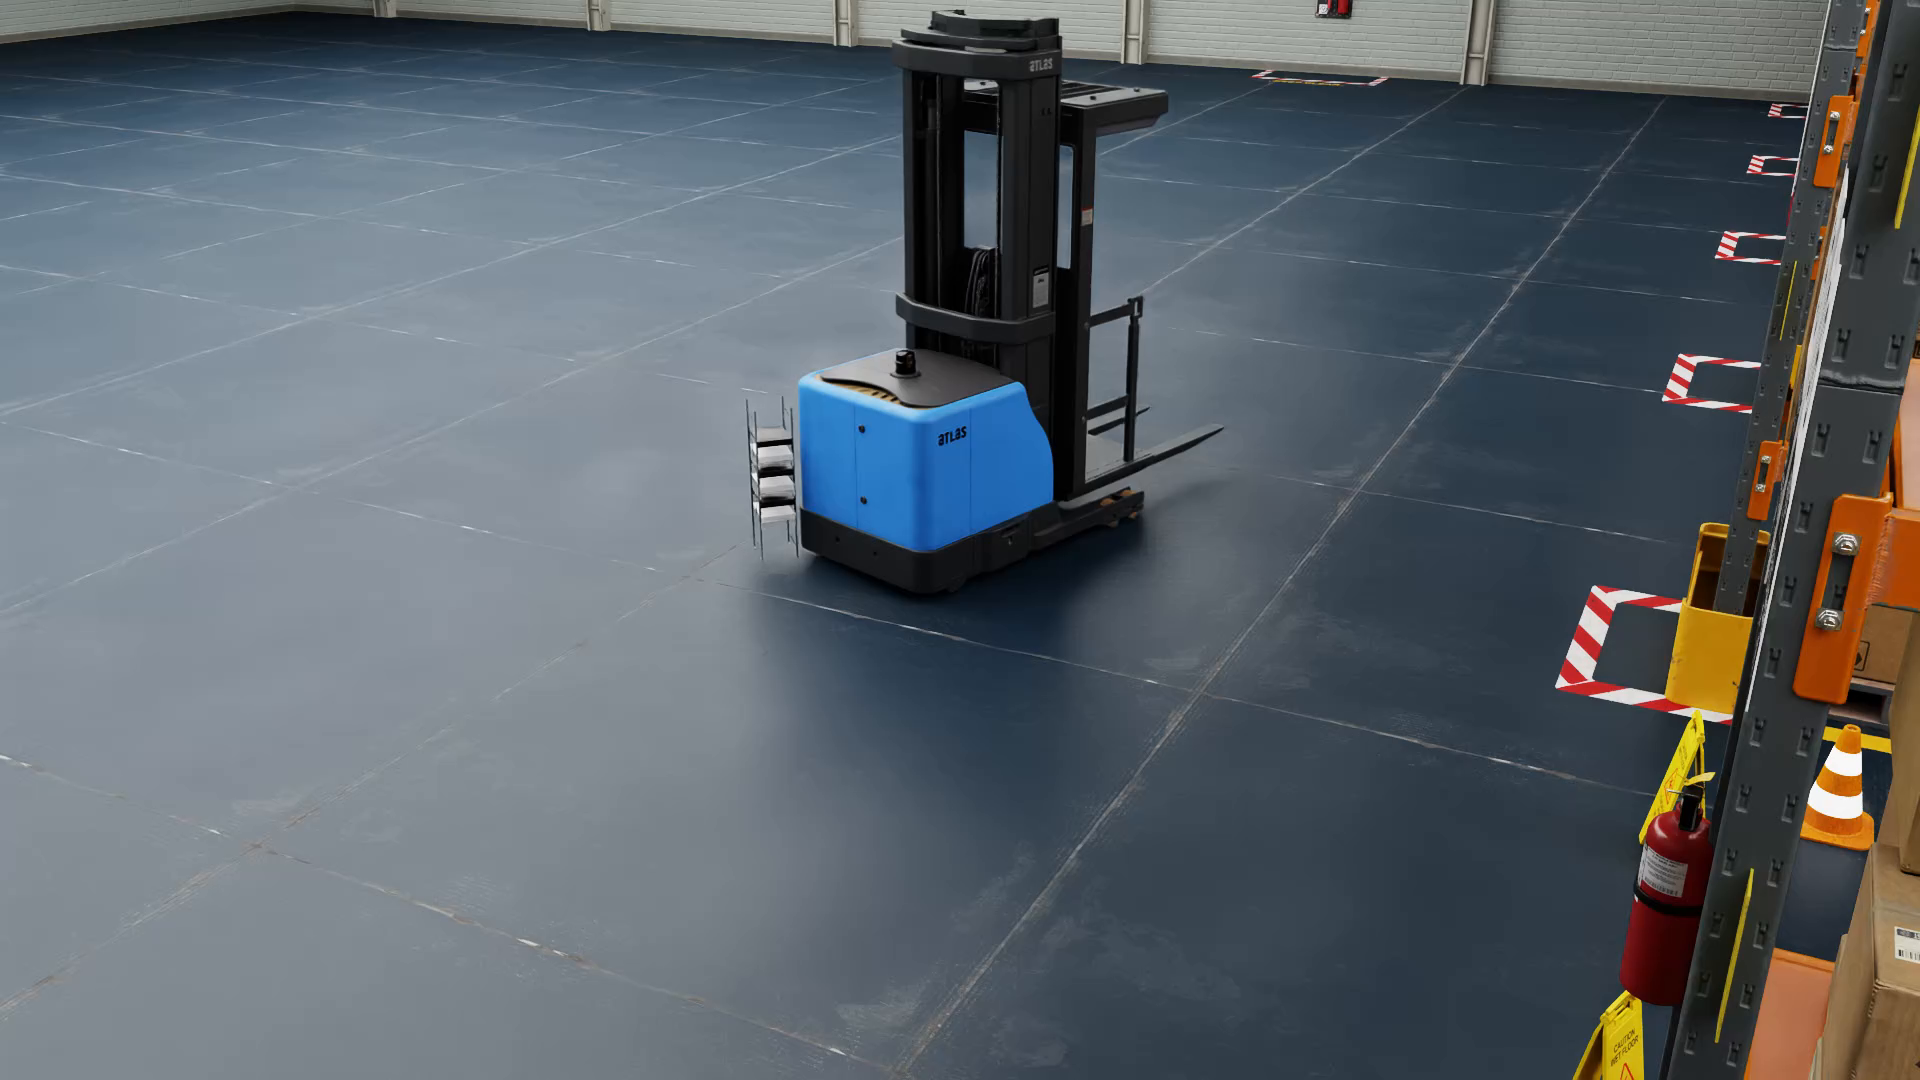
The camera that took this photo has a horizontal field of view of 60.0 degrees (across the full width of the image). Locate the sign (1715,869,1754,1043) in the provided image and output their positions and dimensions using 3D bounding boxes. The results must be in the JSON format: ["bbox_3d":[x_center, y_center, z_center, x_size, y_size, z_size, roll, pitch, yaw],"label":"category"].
[{"bbox_3d":[1.410,0.758,3.029,0.005,0.325,0.100,11,25,25],"label":"sign"}]

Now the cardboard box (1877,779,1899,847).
[{"bbox_3d":[2.264,0.783,3.567,0.500,0.500,0.500,11,25,24],"label":"cardboard box"}]

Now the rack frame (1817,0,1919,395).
[{"bbox_3d":[1.655,-1.794,2.470,0.127,3.000,1.000,11,25,25],"label":"rack frame"}]

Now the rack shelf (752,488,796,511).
[{"bbox_3d":[-1.063,-0.233,9.463,0.200,0.077,0.258,-7,24,-17],"label":"rack shelf"}]

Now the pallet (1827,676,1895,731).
[{"bbox_3d":[4.547,0.617,8.029,1.213,0.211,1.003,11,25,25],"label":"pallet"}]

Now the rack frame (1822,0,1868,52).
[{"bbox_3d":[3.798,-3.541,6.577,0.127,3.000,1.000,11,25,25],"label":"rack frame"}]

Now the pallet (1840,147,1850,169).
[{"bbox_3d":[11.301,-4.550,20.179,1.213,0.211,1.003,11,25,25],"label":"pallet"}]

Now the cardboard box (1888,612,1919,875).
[{"bbox_3d":[2.209,0.338,3.338,0.500,0.500,0.700,11,25,23],"label":"cardboard box"}]

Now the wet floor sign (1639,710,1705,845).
[{"bbox_3d":[2.879,0.990,6.598,0.232,0.644,0.267,7,24,15],"label":"wet floor sign"}]

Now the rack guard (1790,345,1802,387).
[{"bbox_3d":[6.194,-1.331,12.240,0.348,0.500,1.175,11,25,25],"label":"rack guard"}]

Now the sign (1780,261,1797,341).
[{"bbox_3d":[3.543,-1.022,7.113,0.005,0.325,0.100,11,25,25],"label":"sign"}]

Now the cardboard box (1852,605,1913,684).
[{"bbox_3d":[4.433,0.101,7.858,0.875,0.875,0.875,11,26,25],"label":"cardboard box"}]

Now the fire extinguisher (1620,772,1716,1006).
[{"bbox_3d":[1.761,0.821,4.085,0.183,0.674,0.296,11,25,25],"label":"fire extinguisher"}]

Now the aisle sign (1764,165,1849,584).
[{"bbox_3d":[1.731,-0.342,3.399,0.004,0.787,0.394,11,25,25],"label":"aisle sign"}]

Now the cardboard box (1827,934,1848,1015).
[{"bbox_3d":[2.085,1.074,3.714,0.250,0.149,0.380,12,26,26],"label":"cardboard box"}]

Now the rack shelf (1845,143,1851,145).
[{"bbox_3d":[10.146,-3.540,15.161,4.000,0.370,1.077,11,25,25],"label":"rack shelf"}]

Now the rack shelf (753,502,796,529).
[{"bbox_3d":[-1.063,-0.150,9.499,0.200,0.077,0.258,-7,24,-17],"label":"rack shelf"}]

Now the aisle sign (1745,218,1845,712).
[{"bbox_3d":[1.460,-0.132,2.906,0.004,0.787,0.394,11,25,25],"label":"aisle sign"}]

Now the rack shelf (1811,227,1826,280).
[{"bbox_3d":[7.911,-1.810,11.093,4.000,0.370,1.077,11,25,25],"label":"rack shelf"}]

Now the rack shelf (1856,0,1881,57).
[{"bbox_3d":[7.911,-3.191,10.506,4.000,0.370,1.077,11,25,25],"label":"rack shelf"}]

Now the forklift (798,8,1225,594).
[{"bbox_3d":[0.467,-1.550,9.650,1.130,2.935,3.031,20,30,39],"label":"forklift"}]

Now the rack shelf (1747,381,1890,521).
[{"bbox_3d":[5.583,-0.096,7.062,4.000,0.370,1.077,11,25,25],"label":"rack shelf"}]

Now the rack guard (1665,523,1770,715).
[{"bbox_3d":[3.777,0.366,8.250,0.348,0.500,1.175,11,25,25],"label":"rack guard"}]

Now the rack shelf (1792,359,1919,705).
[{"bbox_3d":[3.440,0.271,2.367,4.000,0.370,1.077,11,25,25],"label":"rack shelf"}]

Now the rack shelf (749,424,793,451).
[{"bbox_3d":[-1.063,-0.564,9.322,0.200,0.077,0.258,-7,24,-17],"label":"rack shelf"}]

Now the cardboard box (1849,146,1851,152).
[{"bbox_3d":[10.978,-4.709,19.967,0.500,0.250,0.500,11,25,25],"label":"cardboard box"}]

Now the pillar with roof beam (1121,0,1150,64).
[{"bbox_3d":[1.195,-11.239,24.679,0.400,9.000,9.100,11,25,25],"label":"pillar with roof beam"}]

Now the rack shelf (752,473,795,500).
[{"bbox_3d":[-1.063,-0.316,9.428,0.200,0.077,0.258,-7,24,-17],"label":"rack shelf"}]

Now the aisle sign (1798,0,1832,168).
[{"bbox_3d":[3.870,-2.094,7.518,0.004,0.787,0.394,11,25,25],"label":"aisle sign"}]

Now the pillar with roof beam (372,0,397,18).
[{"bbox_3d":[-14.869,-14.417,32.153,0.400,9.000,9.100,11,25,25],"label":"pillar with roof beam"}]

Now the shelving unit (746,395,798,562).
[{"bbox_3d":[-1.063,-0.347,9.415,0.210,0.900,0.258,-7,24,-17],"label":"shelving unit"}]

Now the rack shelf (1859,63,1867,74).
[{"bbox_3d":[12.384,-5.269,19.227,4.000,0.370,1.077,11,25,25],"label":"rack shelf"}]

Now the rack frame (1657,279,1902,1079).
[{"bbox_3d":[1.655,0.967,3.644,0.127,3.000,1.000,11,25,25],"label":"rack frame"}]

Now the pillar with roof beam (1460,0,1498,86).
[{"bbox_3d":[6.549,-10.179,22.188,0.400,9.000,9.100,11,25,25],"label":"pillar with roof beam"}]

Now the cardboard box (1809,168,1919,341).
[{"bbox_3d":[4.112,-1.267,7.325,0.550,0.550,0.875,11,25,25],"label":"cardboard box"}]

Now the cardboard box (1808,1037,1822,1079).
[{"bbox_3d":[1.865,1.215,3.382,0.250,0.149,0.380,11,26,25],"label":"cardboard box"}]

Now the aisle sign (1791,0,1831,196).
[{"bbox_3d":[3.600,-1.884,7.026,0.004,0.787,0.394,11,25,25],"label":"aisle sign"}]

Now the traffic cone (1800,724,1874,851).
[{"bbox_3d":[3.632,0.977,6.861,0.334,0.463,0.336,11,25,25],"label":"traffic cone"}]

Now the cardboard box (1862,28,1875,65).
[{"bbox_3d":[11.010,-5.913,19.693,0.500,0.500,0.700,11,25,25],"label":"cardboard box"}]

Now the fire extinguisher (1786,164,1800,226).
[{"bbox_3d":[6.232,-2.640,12.224,0.183,0.674,0.296,11,25,25],"label":"fire extinguisher"}]

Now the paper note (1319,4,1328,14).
[{"bbox_3d":[6.177,-9.022,28.257,0.142,0.148,0.016,11,25,25],"label":"paper note"}]

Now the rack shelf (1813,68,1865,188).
[{"bbox_3d":[5.583,-1.476,6.475,4.000,0.370,1.077,11,25,25],"label":"rack shelf"}]

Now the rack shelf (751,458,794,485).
[{"bbox_3d":[-1.063,-0.399,9.393,0.200,0.077,0.258,-7,24,-17],"label":"rack shelf"}]

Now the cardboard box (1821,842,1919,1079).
[{"bbox_3d":[1.953,0.964,3.142,0.500,0.500,0.500,11,25,24],"label":"cardboard box"}]

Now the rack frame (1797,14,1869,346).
[{"bbox_3d":[6.126,-2.494,11.783,0.127,3.000,1.000,11,25,25],"label":"rack frame"}]

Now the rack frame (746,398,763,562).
[{"bbox_3d":[-1.159,-0.334,9.386,0.006,0.900,0.240,-7,24,-17],"label":"rack frame"}]

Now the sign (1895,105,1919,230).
[{"bbox_3d":[1.410,-0.626,2.440,0.005,0.325,0.100,11,25,25],"label":"sign"}]

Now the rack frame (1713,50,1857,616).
[{"bbox_3d":[3.798,-0.780,7.751,0.127,3.000,1.000,11,25,25],"label":"rack frame"}]

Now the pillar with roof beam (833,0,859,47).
[{"bbox_3d":[-4.160,-12.298,27.170,0.400,9.000,9.100,11,25,25],"label":"pillar with roof beam"}]

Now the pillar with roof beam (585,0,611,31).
[{"bbox_3d":[-9.514,-13.358,29.662,0.400,9.000,9.100,11,25,25],"label":"pillar with roof beam"}]

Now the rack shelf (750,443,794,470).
[{"bbox_3d":[-1.063,-0.482,9.358,0.200,0.077,0.258,-7,24,-17],"label":"rack shelf"}]

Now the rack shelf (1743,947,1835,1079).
[{"bbox_3d":[3.440,1.651,2.954,4.000,0.370,1.077,11,25,25],"label":"rack shelf"}]

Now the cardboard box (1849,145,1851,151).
[{"bbox_3d":[11.211,-4.890,20.392,0.500,0.250,0.500,11,25,25],"label":"cardboard box"}]

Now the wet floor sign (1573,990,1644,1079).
[{"bbox_3d":[1.968,1.643,5.062,0.267,0.644,0.232,-20,30,-39],"label":"wet floor sign"}]

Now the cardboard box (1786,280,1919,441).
[{"bbox_3d":[4.150,-0.799,7.605,0.550,0.550,0.875,11,25,25],"label":"cardboard box"}]

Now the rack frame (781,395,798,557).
[{"bbox_3d":[-0.966,-0.359,9.444,0.006,0.900,0.240,-7,24,-17],"label":"rack frame"}]

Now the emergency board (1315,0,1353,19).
[{"bbox_3d":[6.304,-9.372,27.955,0.643,1.169,0.194,11,25,25],"label":"emergency board"}]
